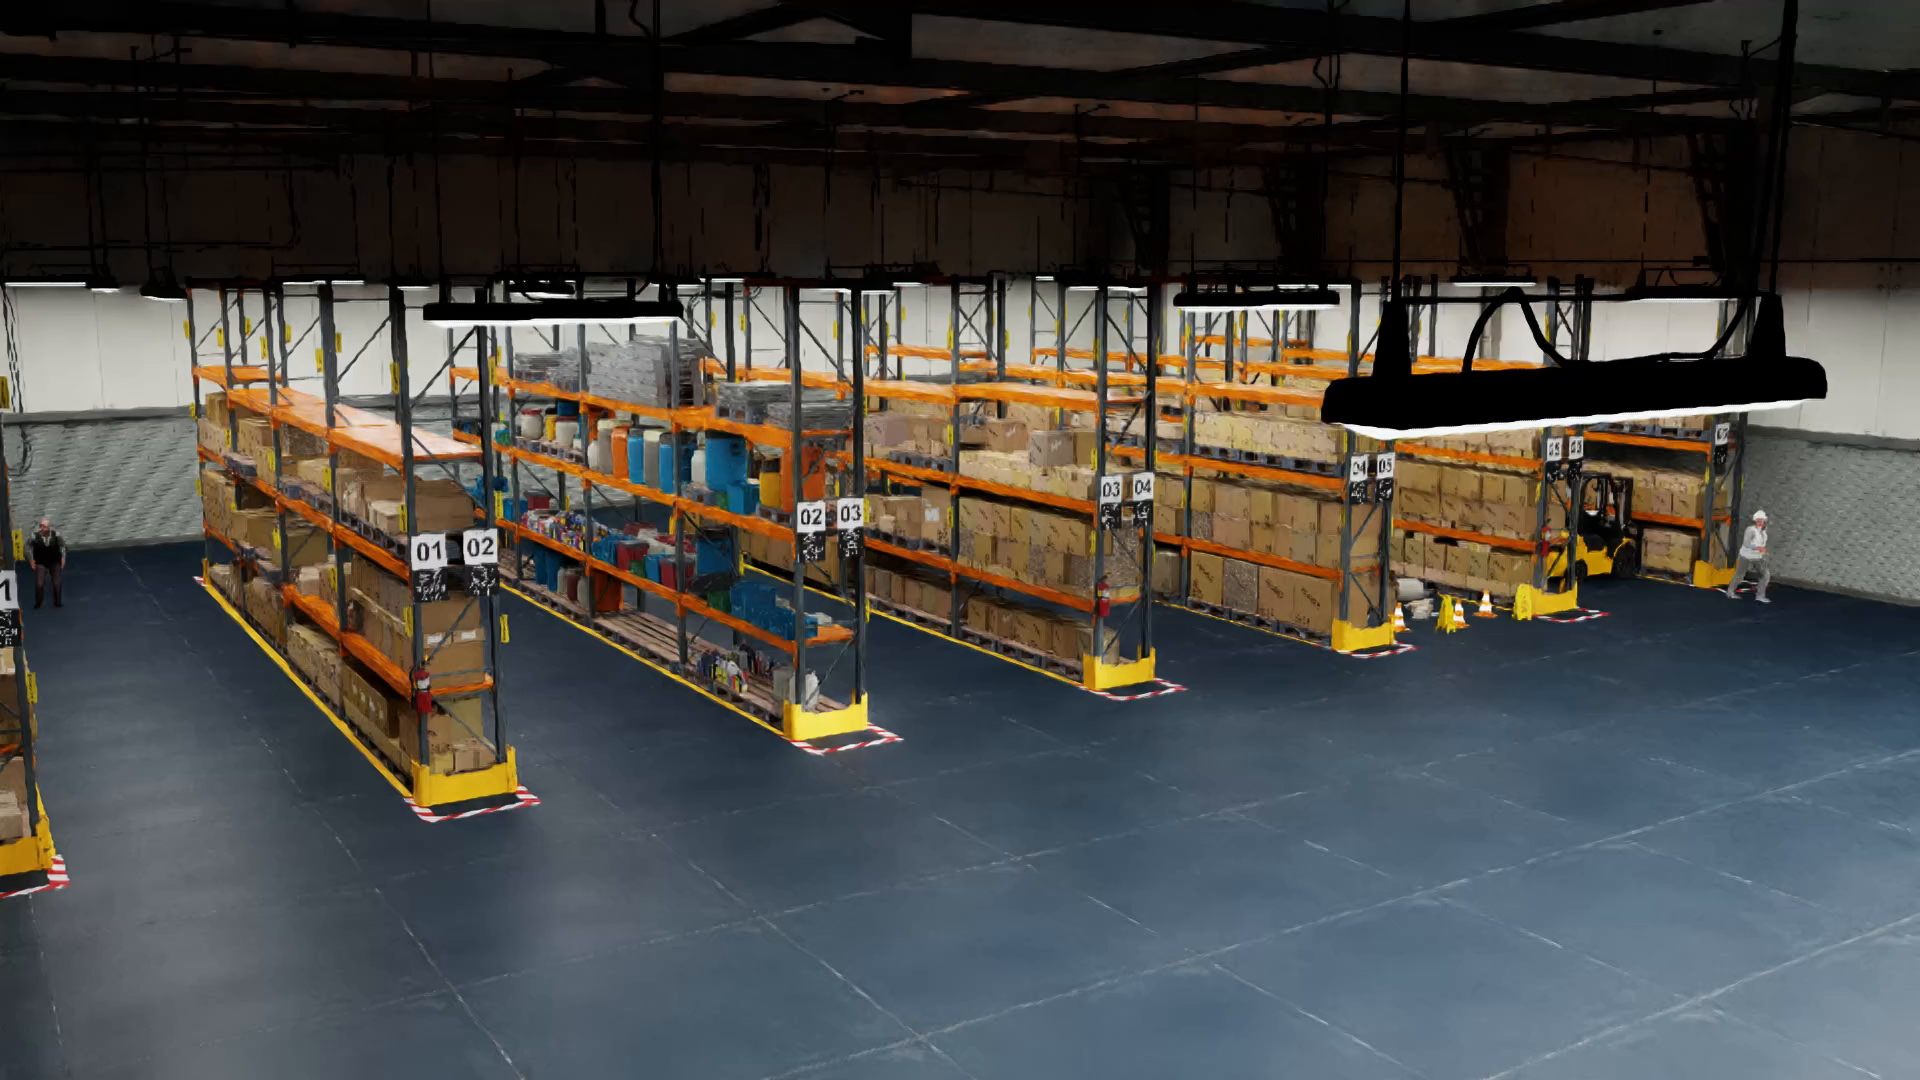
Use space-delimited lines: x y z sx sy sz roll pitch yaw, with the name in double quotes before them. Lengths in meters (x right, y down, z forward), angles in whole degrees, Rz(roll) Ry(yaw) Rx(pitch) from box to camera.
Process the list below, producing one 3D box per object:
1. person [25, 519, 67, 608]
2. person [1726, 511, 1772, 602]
"person" -16.757 0.421 30.529 0.677 1.671 0.534 -7 12 -34
"person" 14.842 0.290 31.140 0.680 1.709 0.866 -5 11 -27
